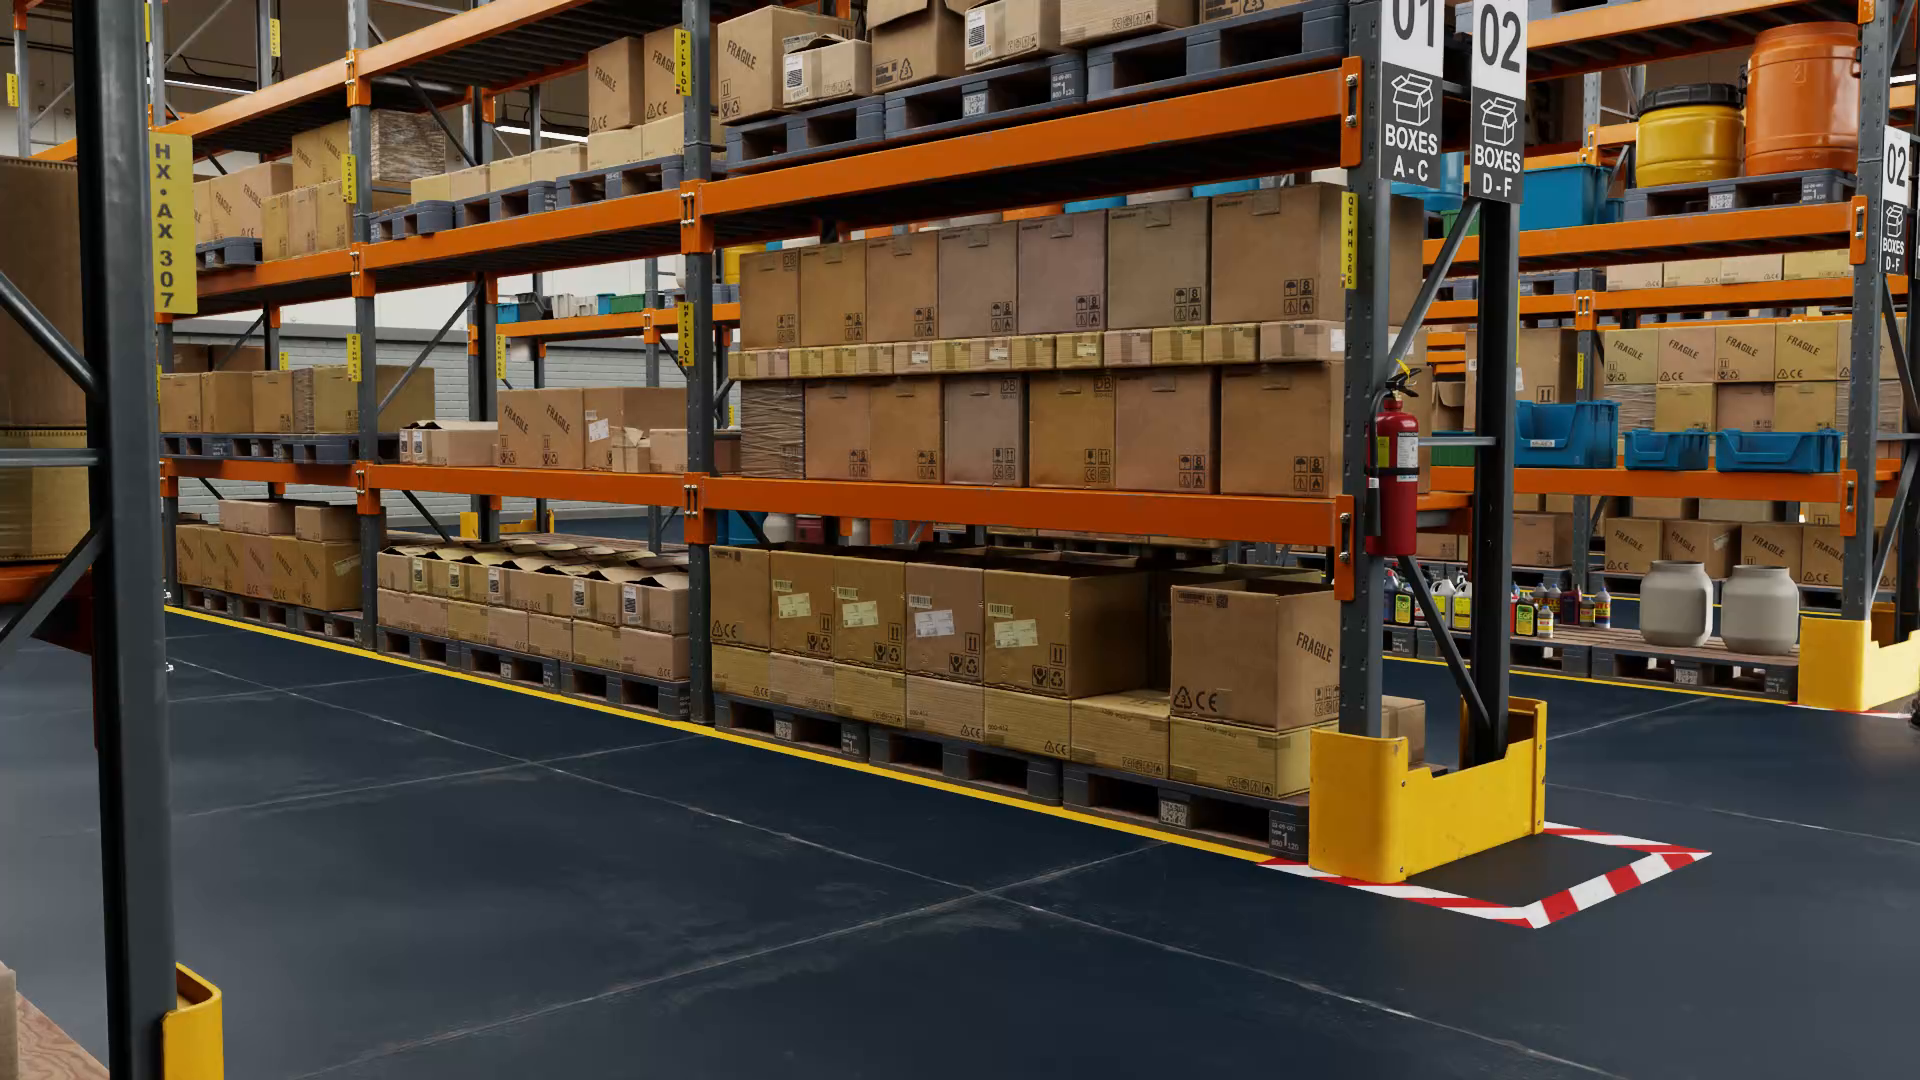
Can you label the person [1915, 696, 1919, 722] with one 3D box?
[{"bbox_3d":[5.216,0.182,8.045,1.055,1.666,0.521,1,4,20],"label":"person"}]
